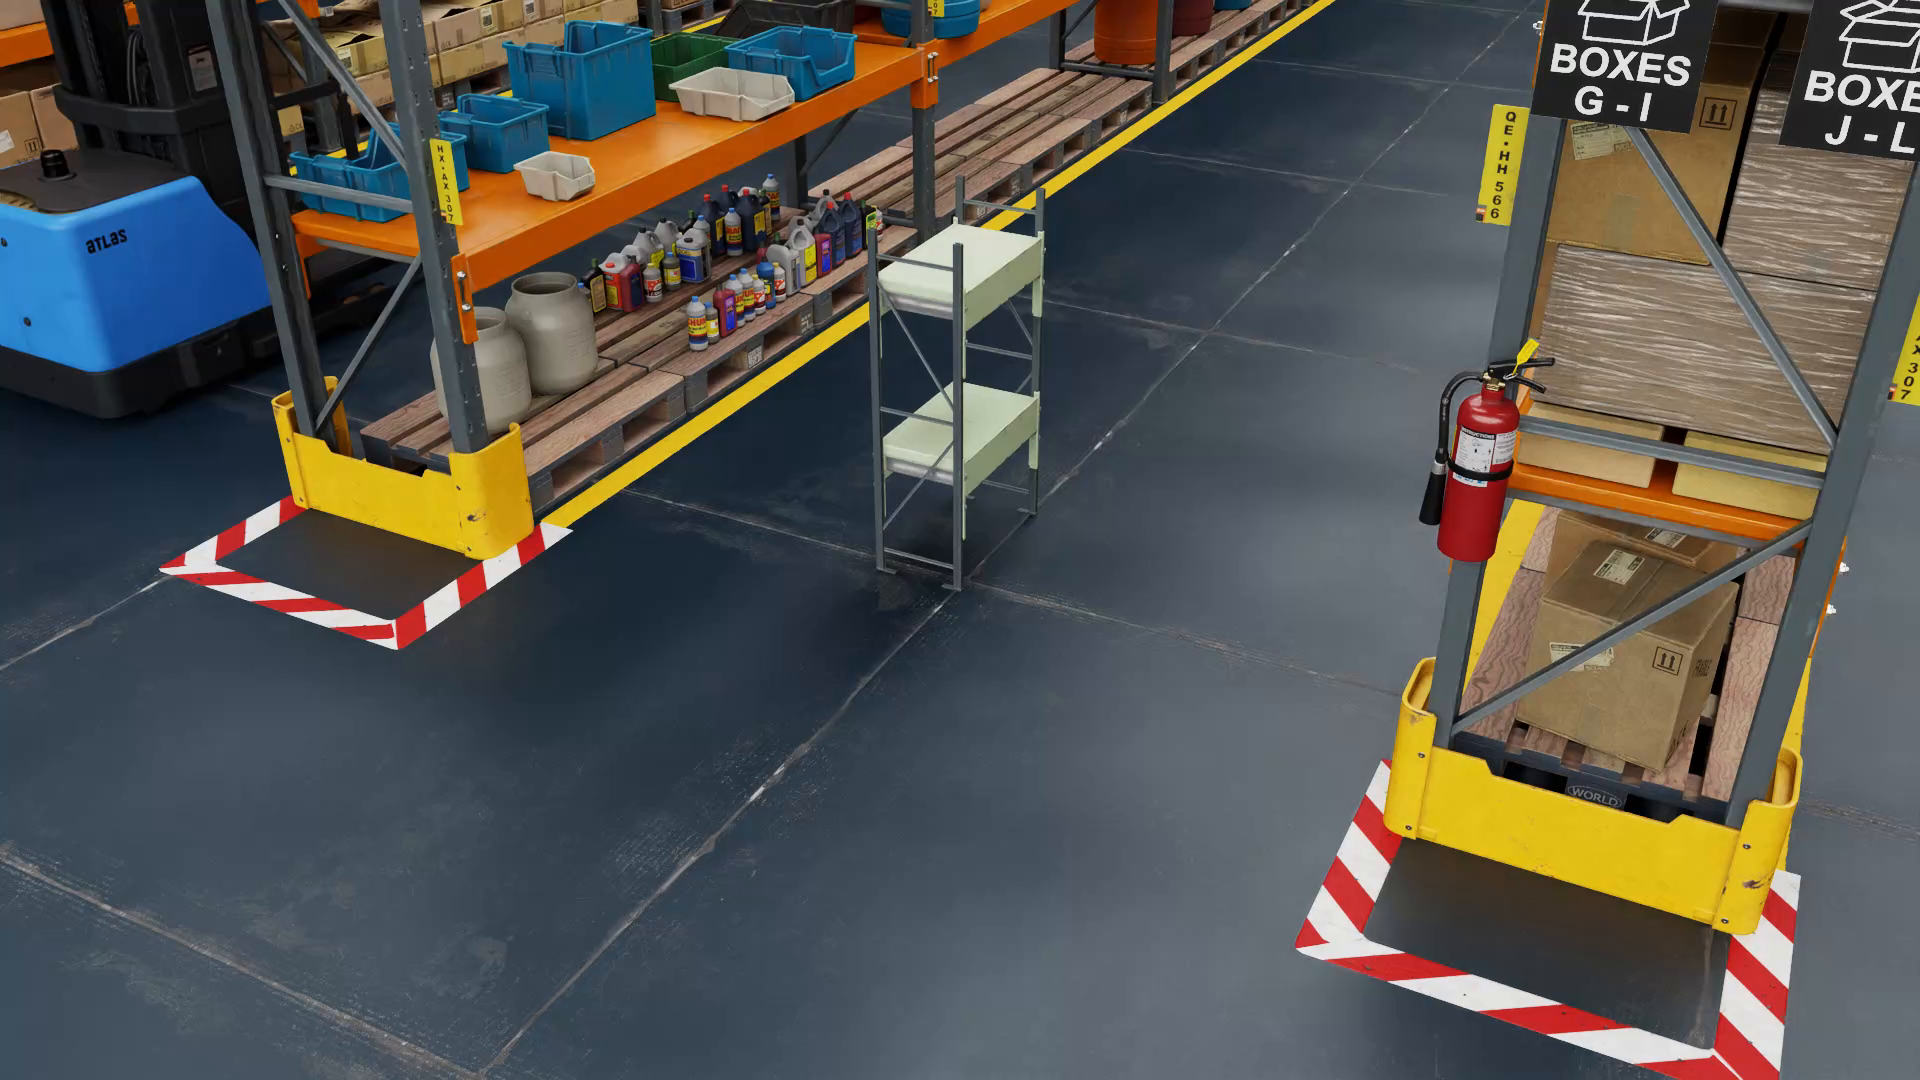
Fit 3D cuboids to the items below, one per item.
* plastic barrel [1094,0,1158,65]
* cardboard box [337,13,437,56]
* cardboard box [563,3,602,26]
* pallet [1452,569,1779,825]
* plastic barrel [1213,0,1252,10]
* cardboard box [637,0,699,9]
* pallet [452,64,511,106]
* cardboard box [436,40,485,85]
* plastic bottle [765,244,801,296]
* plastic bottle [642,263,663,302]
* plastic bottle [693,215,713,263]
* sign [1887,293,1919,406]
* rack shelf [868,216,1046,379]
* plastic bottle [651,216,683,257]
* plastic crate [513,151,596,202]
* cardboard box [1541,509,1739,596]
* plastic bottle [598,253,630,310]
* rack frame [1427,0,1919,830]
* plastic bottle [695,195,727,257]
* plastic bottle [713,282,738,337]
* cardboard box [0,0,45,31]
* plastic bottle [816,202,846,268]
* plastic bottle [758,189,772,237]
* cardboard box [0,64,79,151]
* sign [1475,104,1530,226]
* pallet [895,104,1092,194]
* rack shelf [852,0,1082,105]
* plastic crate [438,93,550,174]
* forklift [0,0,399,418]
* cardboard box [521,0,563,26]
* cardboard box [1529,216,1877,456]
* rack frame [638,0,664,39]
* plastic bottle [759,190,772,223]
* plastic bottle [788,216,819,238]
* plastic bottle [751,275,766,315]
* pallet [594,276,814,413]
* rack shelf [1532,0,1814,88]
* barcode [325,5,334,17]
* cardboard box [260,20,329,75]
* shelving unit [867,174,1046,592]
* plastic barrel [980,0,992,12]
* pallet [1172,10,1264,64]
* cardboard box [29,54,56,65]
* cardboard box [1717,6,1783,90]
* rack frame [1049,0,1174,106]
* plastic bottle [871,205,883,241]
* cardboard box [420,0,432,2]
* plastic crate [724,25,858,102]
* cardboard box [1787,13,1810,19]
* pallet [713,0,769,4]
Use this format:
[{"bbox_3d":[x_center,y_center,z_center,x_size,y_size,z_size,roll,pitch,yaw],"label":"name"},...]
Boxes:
[{"bbox_3d":[1.408,-4.377,13.618,0.600,0.830,0.708,14,33,23],"label":"plastic barrel"},{"bbox_3d":[-4.387,-3.848,12.715,0.500,0.311,0.500,14,33,23],"label":"cardboard box"},{"bbox_3d":[-3.461,-4.513,14.436,0.500,0.250,0.500,14,33,23],"label":"cardboard box"},{"bbox_3d":[2.402,0.578,6.031,1.003,0.211,1.213,14,33,23],"label":"pallet"},{"bbox_3d":[2.437,-5.410,15.344,0.600,0.901,0.708,14,33,23],"label":"plastic barrel"},{"bbox_3d":[-2.745,-5.285,15.509,0.500,0.500,0.500,16,33,25],"label":"cardboard box"},{"bbox_3d":[-4.174,-3.937,13.893,1.003,0.211,1.213,14,33,23],"label":"pallet"},{"bbox_3d":[-4.158,-3.836,13.258,0.500,0.250,0.500,13,32,22],"label":"cardboard box"},{"bbox_3d":[-0.970,-1.502,9.146,0.152,0.276,0.135,15,33,24],"label":"plastic bottle"},{"bbox_3d":[-1.675,-1.407,9.056,0.097,0.201,0.097,0,30,0],"label":"plastic bottle"},{"bbox_3d":[-1.478,-1.729,9.546,0.097,0.271,0.097,0,30,0],"label":"plastic bottle"},{"bbox_3d":[2.449,-0.498,4.235,0.100,0.325,0.005,14,33,23],"label":"sign"},{"bbox_3d":[-0.003,-0.986,6.677,0.431,0.370,0.720,14,33,23],"label":"rack shelf"},{"bbox_3d":[-1.638,-1.648,9.327,0.144,0.351,0.185,14,33,23],"label":"plastic bottle"},{"bbox_3d":[-1.750,-1.578,7.251,0.298,0.136,0.250,14,33,23],"label":"plastic crate"},{"bbox_3d":[2.507,0.111,6.133,0.500,0.500,0.500,24,38,36],"label":"cardboard box"},{"bbox_3d":[-1.858,-1.398,8.965,0.152,0.276,0.135,15,33,24],"label":"plastic bottle"},{"bbox_3d":[1.965,-0.245,4.665,1.000,3.000,0.127,14,33,23],"label":"rack frame"},{"bbox_3d":[-1.445,-1.837,9.655,0.144,0.351,0.185,13,32,21],"label":"plastic bottle"},{"bbox_3d":[-1.221,-1.211,8.633,0.061,0.283,0.133,15,33,24],"label":"plastic bottle"},{"bbox_3d":[-5.925,-3.429,10.108,0.700,0.500,0.500,15,33,25],"label":"cardboard box"},{"bbox_3d":[-0.746,-1.748,9.501,0.144,0.351,0.185,13,32,21],"label":"plastic bottle"},{"bbox_3d":[-1.185,-1.940,9.902,0.061,0.283,0.133,14,33,23],"label":"plastic bottle"},{"bbox_3d":[-5.724,-2.661,10.458,0.500,0.500,0.500,14,33,23],"label":"cardboard box"},{"bbox_3d":[1.480,-1.019,4.533,0.100,0.325,0.005,14,33,23],"label":"sign"},{"bbox_3d":[0.256,-2.833,11.971,1.003,0.211,1.213,14,33,23],"label":"pallet"},{"bbox_3d":[0.290,-3.717,11.433,1.077,0.370,4.000,14,33,23],"label":"rack shelf"},{"bbox_3d":[-2.181,-1.881,7.662,0.499,0.251,0.408,14,33,23],"label":"plastic crate"},{"bbox_3d":[-3.864,-2.571,8.783,1.130,2.935,3.031,15,33,25],"label":"forklift"},{"bbox_3d":[-3.690,-4.531,13.904,0.500,0.311,0.500,14,33,23],"label":"cardboard box"},{"bbox_3d":[2.240,-0.655,4.980,0.875,0.500,0.500,14,33,23],"label":"cardboard box"},{"bbox_3d":[-3.207,-6.041,14.757,1.000,3.000,0.127,14,33,23],"label":"rack frame"},{"bbox_3d":[-1.203,-2.033,10.146,0.097,0.201,0.097,0,30,0],"label":"plastic bottle"},{"bbox_3d":[-0.889,-1.738,9.558,0.152,0.276,0.135,14,33,23],"label":"plastic bottle"},{"bbox_3d":[-1.094,-1.320,8.904,0.097,0.201,0.097,0,30,0],"label":"plastic bottle"},{"bbox_3d":[-1.519,-1.102,8.957,1.003,0.211,1.213,14,33,23],"label":"pallet"},{"bbox_3d":[2.877,-2.121,5.641,1.077,0.370,4.000,14,33,23],"label":"rack shelf"},{"bbox_3d":[-4.543,-3.809,11.976,0.001,0.075,0.075,14,33,23],"label":"barcode"},{"bbox_3d":[-5.100,-3.745,12.536,0.500,0.311,0.500,14,33,23],"label":"cardboard box"},{"bbox_3d":[-0.003,-0.647,6.871,0.431,1.500,0.755,14,33,23],"label":"shelving unit"},{"bbox_3d":[0.009,-3.576,10.328,0.433,0.535,0.433,0,30,0],"label":"plastic barrel"},{"bbox_3d":[2.080,-4.604,15.055,1.003,0.211,1.213,14,33,23],"label":"pallet"},{"bbox_3d":[-5.975,-3.005,11.056,0.500,0.500,0.500,14,33,23],"label":"cardboard box"},{"bbox_3d":[2.449,-1.595,5.613,0.500,0.500,0.500,14,33,23],"label":"cardboard box"},{"bbox_3d":[1.201,-4.915,12.798,1.000,3.000,0.127,14,33,23],"label":"rack frame"},{"bbox_3d":[-0.509,-1.888,9.894,0.097,0.201,0.097,0,30,0],"label":"plastic bottle"},{"bbox_3d":[-4.407,-4.420,13.711,0.500,0.311,0.500,14,33,23],"label":"cardboard box"},{"bbox_3d":[-0.884,-2.526,8.785,0.499,0.251,0.616,14,33,23],"label":"plastic crate"},{"bbox_3d":[2.919,-1.475,5.404,0.500,0.500,0.500,14,33,23],"label":"cardboard box"},{"bbox_3d":[-2.277,-5.693,16.951,1.003,0.211,1.213,14,33,23],"label":"pallet"}]
